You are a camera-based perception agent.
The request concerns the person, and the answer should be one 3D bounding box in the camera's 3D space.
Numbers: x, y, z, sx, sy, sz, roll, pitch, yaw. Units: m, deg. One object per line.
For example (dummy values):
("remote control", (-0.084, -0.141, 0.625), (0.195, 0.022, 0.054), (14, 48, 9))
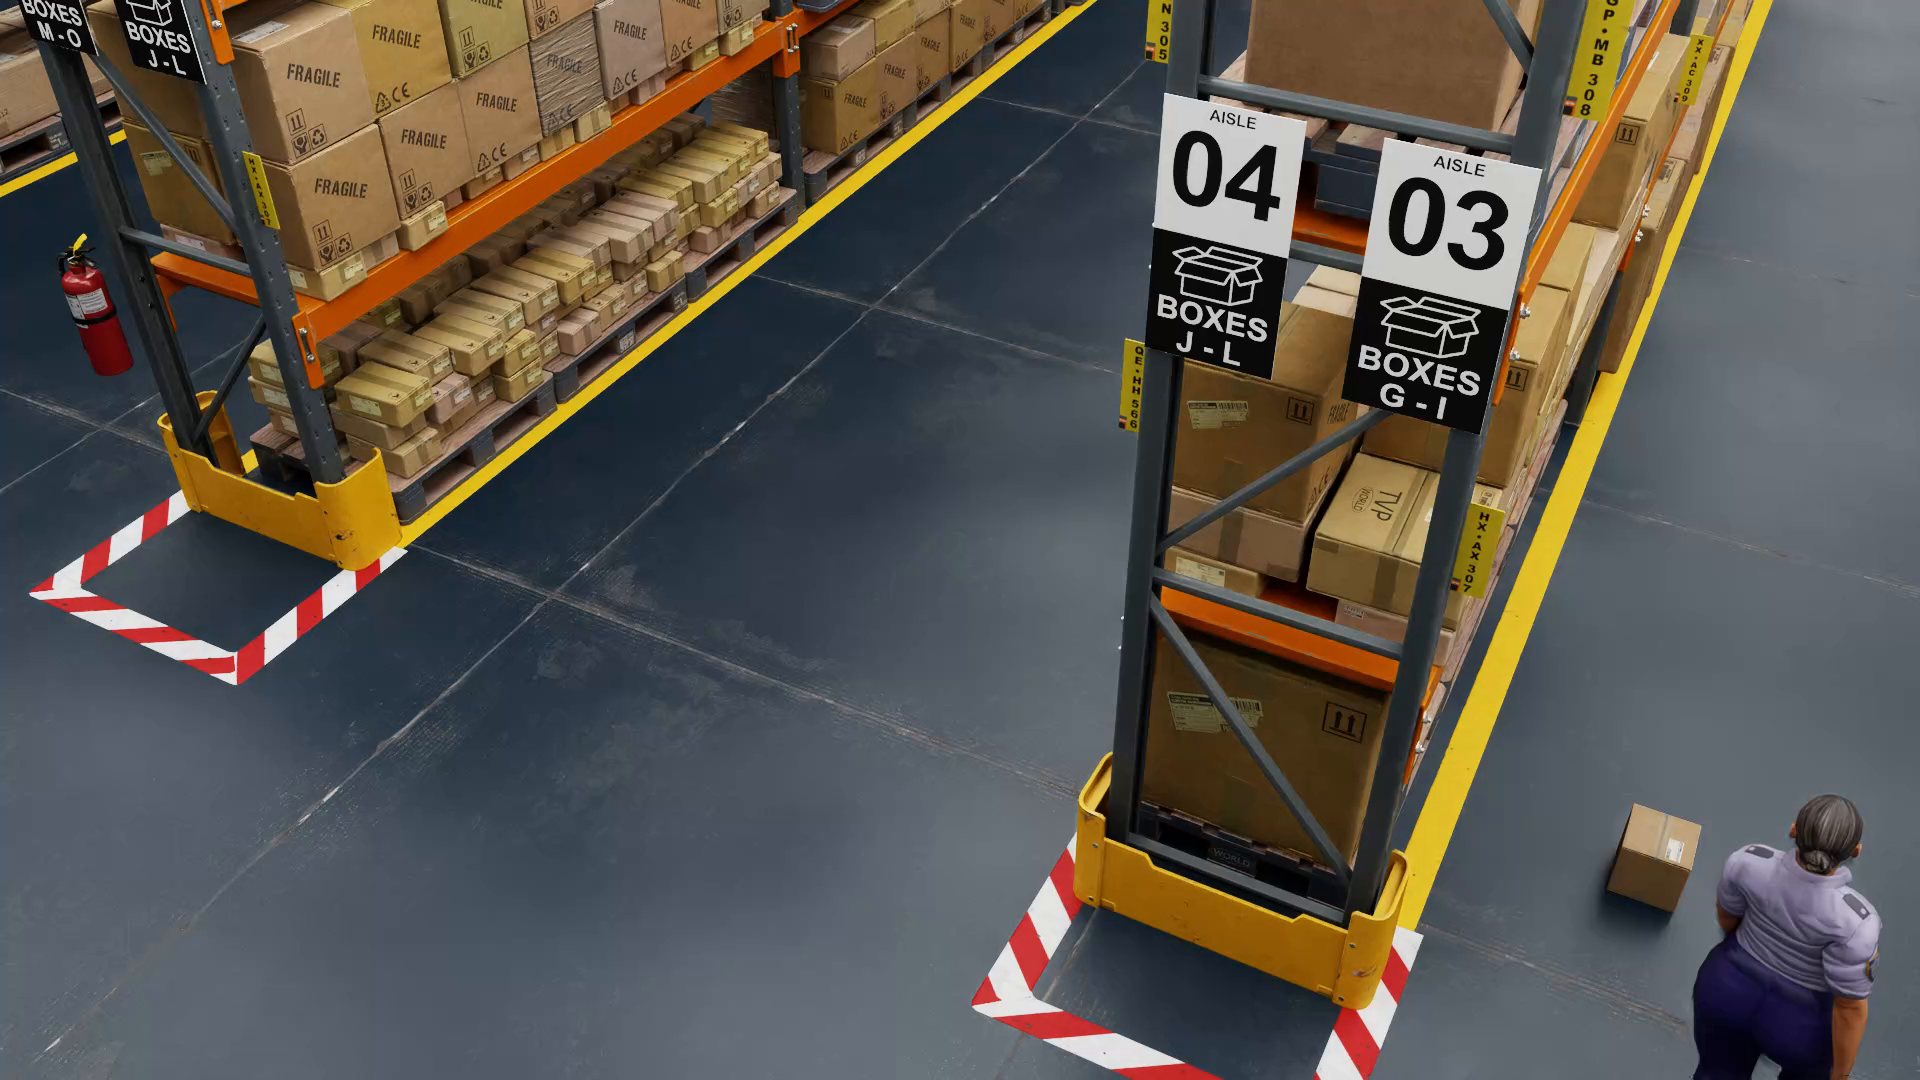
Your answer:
("person", (2.478, 1.399, 5.015), (0.597, 1.698, 0.560), (-29, 47, -32))
